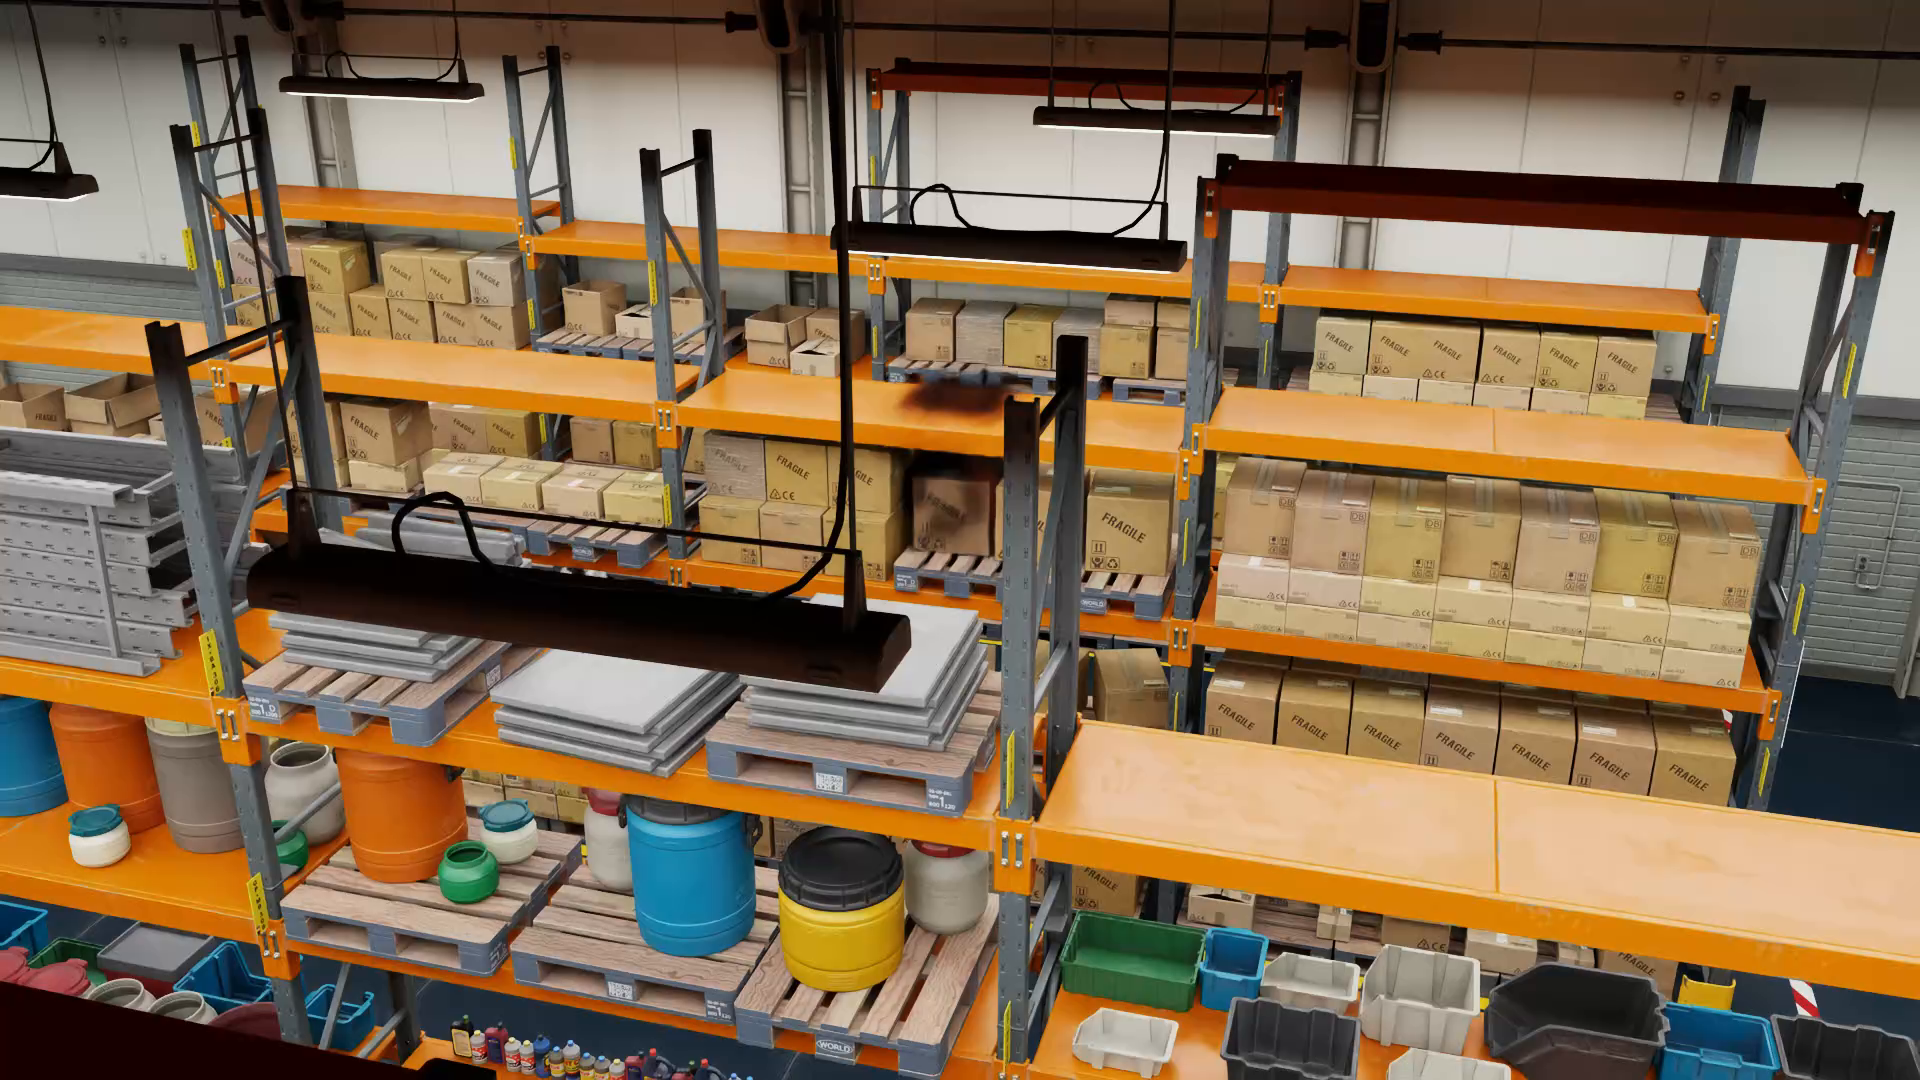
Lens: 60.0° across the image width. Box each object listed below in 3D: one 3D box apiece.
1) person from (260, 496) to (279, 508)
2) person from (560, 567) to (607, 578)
[{"bbox_3d":[-7.332,0.279,17.877,0.631,1.859,0.396,5,23,12],"label":"person"},{"bbox_3d":[-3.711,0.803,16.533,0.621,1.783,0.362,8,24,19],"label":"person"}]
